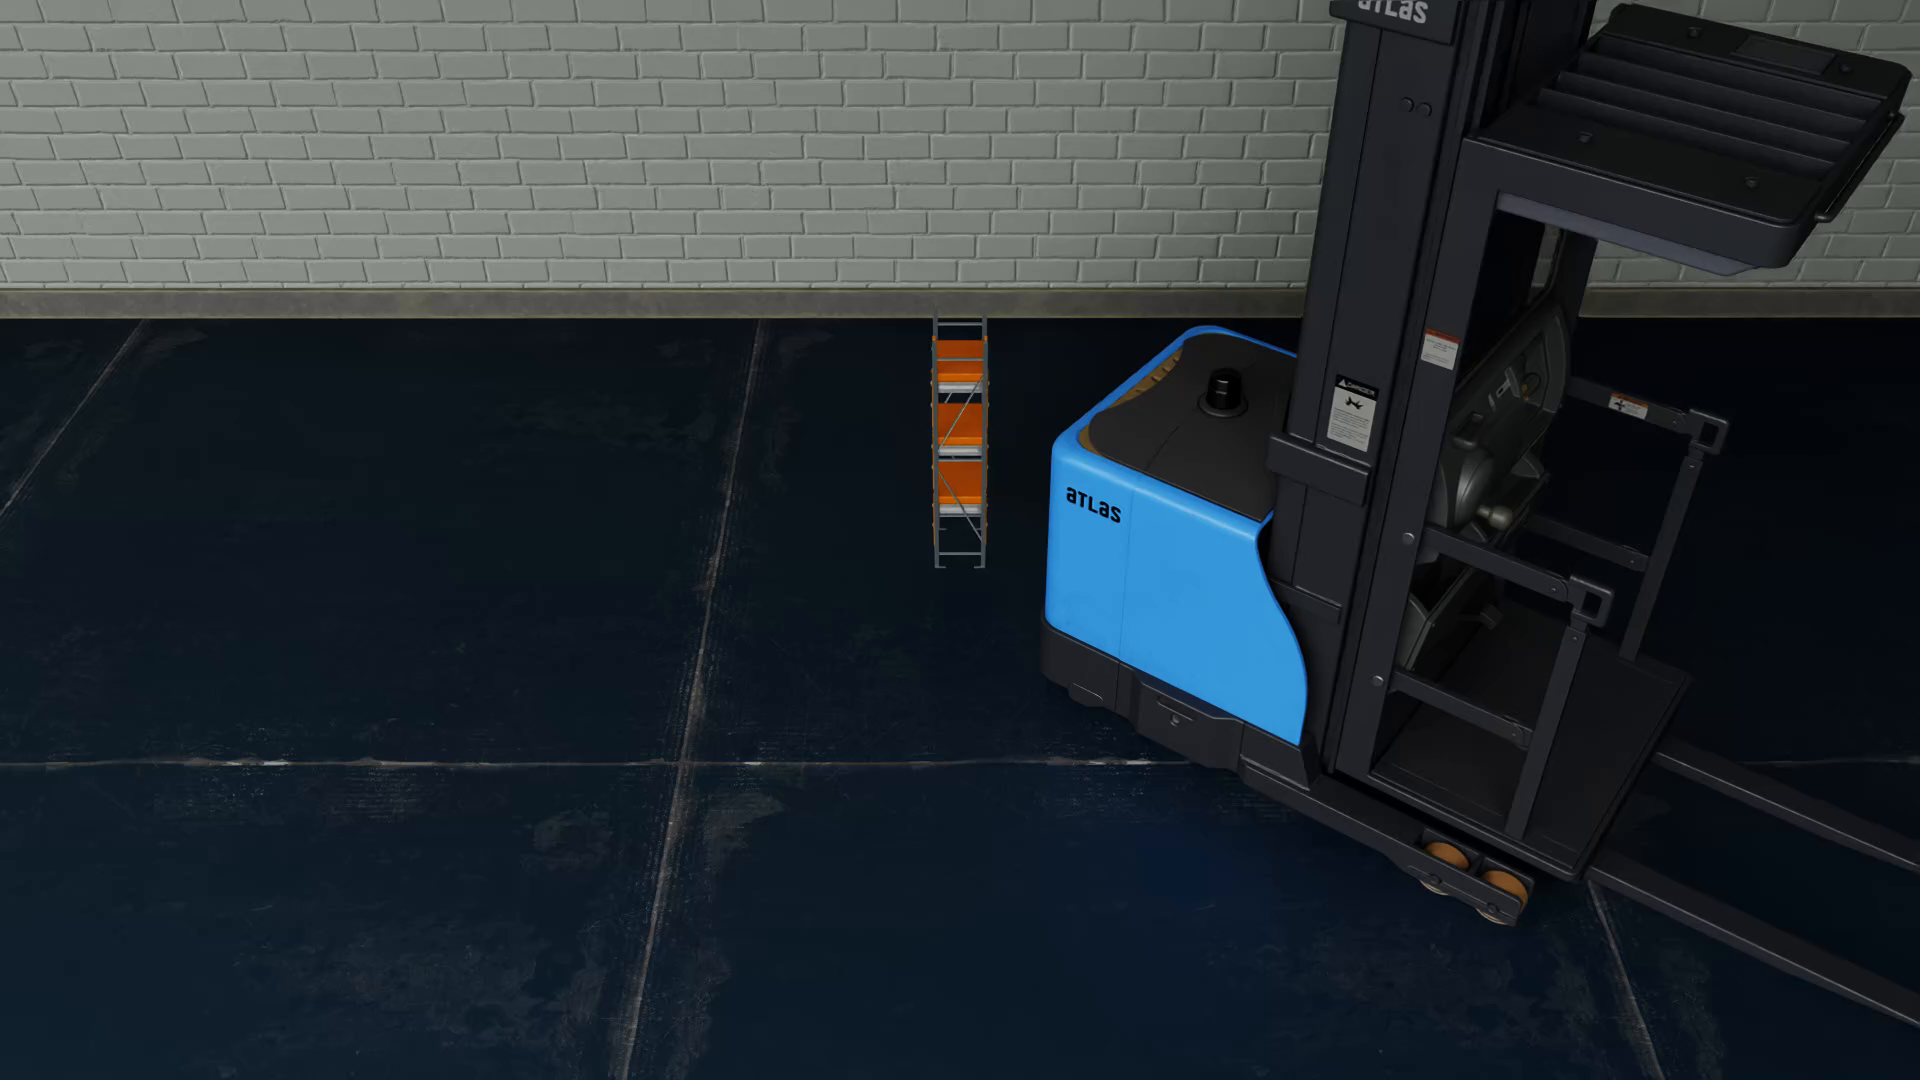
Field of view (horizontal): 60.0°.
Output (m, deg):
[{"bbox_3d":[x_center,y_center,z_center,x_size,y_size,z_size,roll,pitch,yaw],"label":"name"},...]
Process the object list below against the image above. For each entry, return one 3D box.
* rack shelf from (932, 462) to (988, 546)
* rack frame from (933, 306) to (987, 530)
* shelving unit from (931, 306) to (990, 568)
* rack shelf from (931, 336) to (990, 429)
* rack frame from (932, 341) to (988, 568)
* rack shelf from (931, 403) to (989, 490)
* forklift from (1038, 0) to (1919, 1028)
[{"bbox_3d":[0.000,-0.151,6.560,0.215,0.259,0.240,0,39,0],"label":"rack shelf"},{"bbox_3d":[0.000,-0.453,6.475,0.200,1.050,0.008,0,39,0],"label":"rack frame"},{"bbox_3d":[0.000,-0.376,6.380,0.215,1.050,0.252,0,39,0],"label":"shelving unit"},{"bbox_3d":[0.000,-0.589,6.209,0.215,0.259,0.240,0,39,0],"label":"rack shelf"},{"bbox_3d":[0.000,-0.300,6.285,0.200,1.050,0.008,0,39,0],"label":"rack frame"},{"bbox_3d":[0.000,-0.368,6.387,0.215,0.259,0.240,0,39,0],"label":"rack shelf"},{"bbox_3d":[1.770,-0.316,4.800,3.031,2.935,1.130,25,45,28],"label":"forklift"}]
